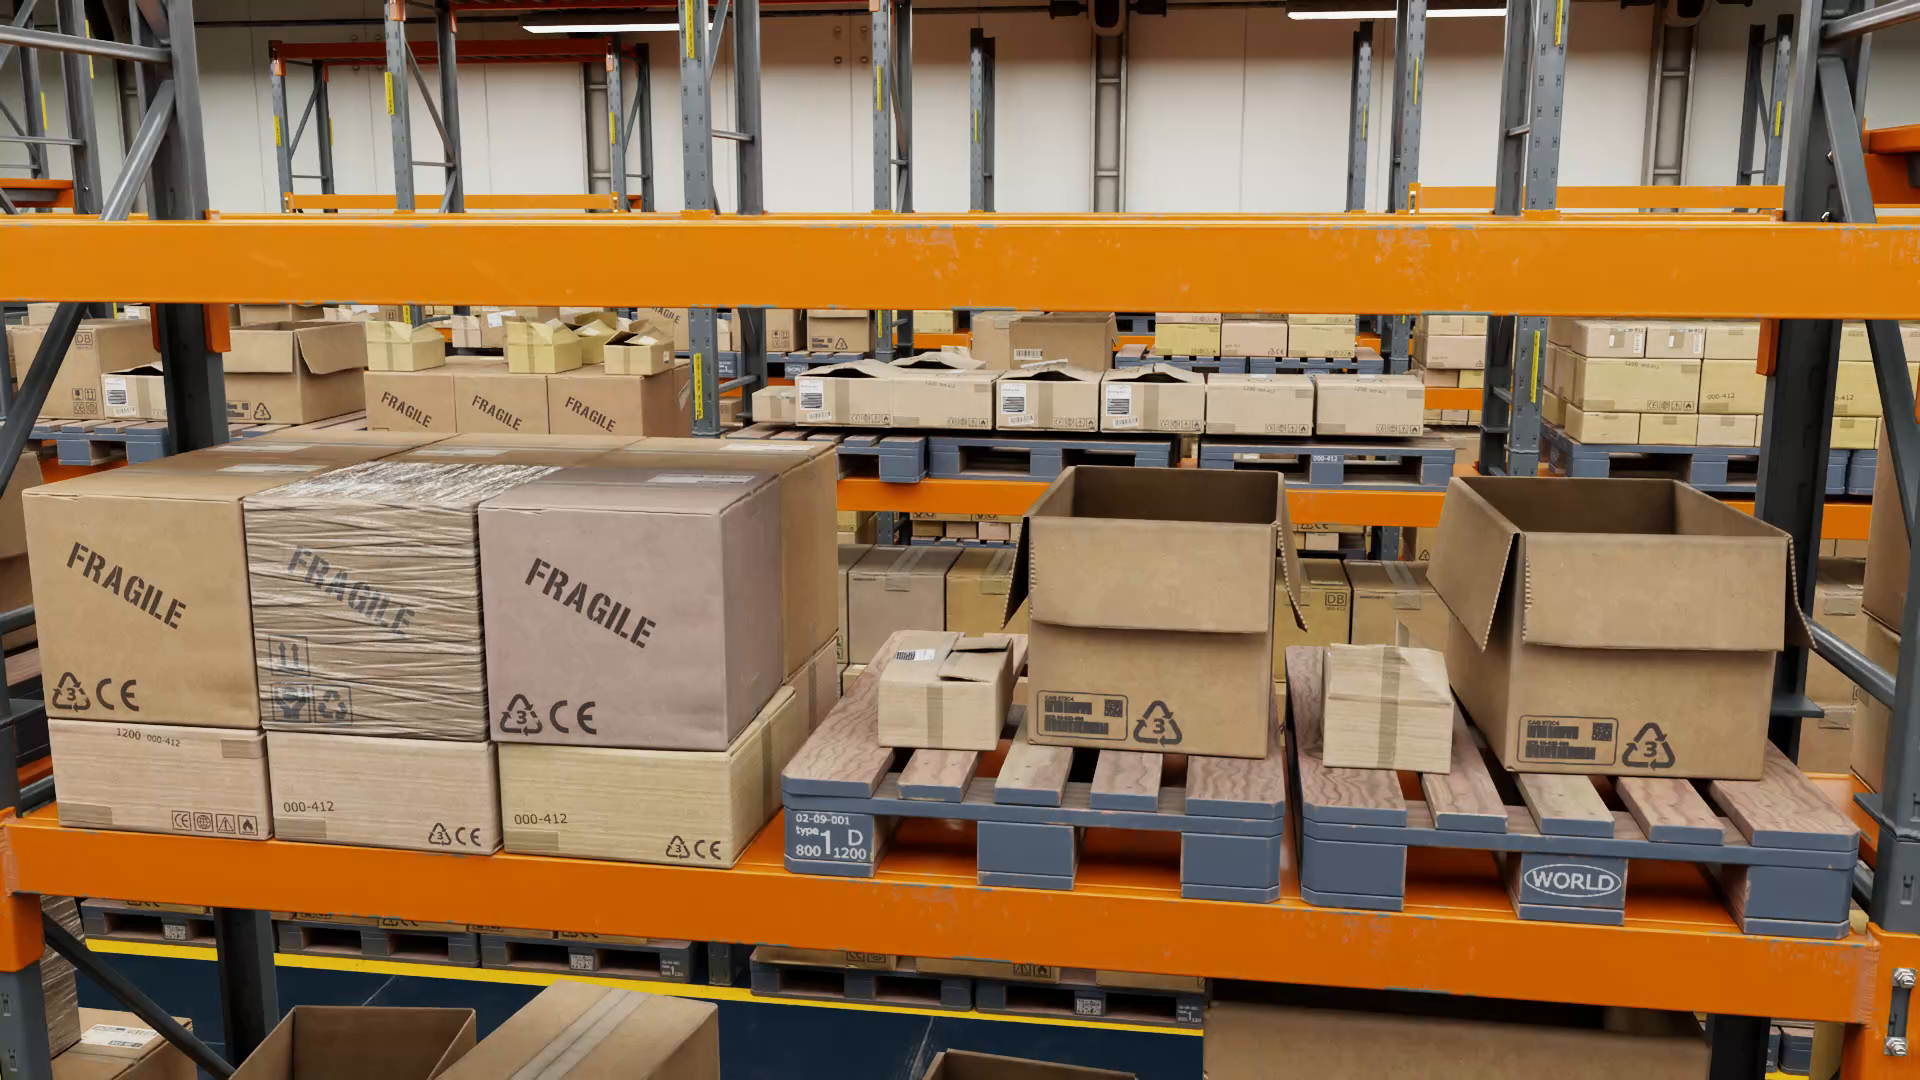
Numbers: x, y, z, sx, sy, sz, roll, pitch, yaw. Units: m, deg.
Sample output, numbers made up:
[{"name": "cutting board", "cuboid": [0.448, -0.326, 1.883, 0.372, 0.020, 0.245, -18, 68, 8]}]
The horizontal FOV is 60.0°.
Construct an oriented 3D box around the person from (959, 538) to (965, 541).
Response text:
[{"name": "person", "cuboid": [0.093, 0.175, 17.566, 0.834, 1.083, 0.494, 1, 11, 4]}]
